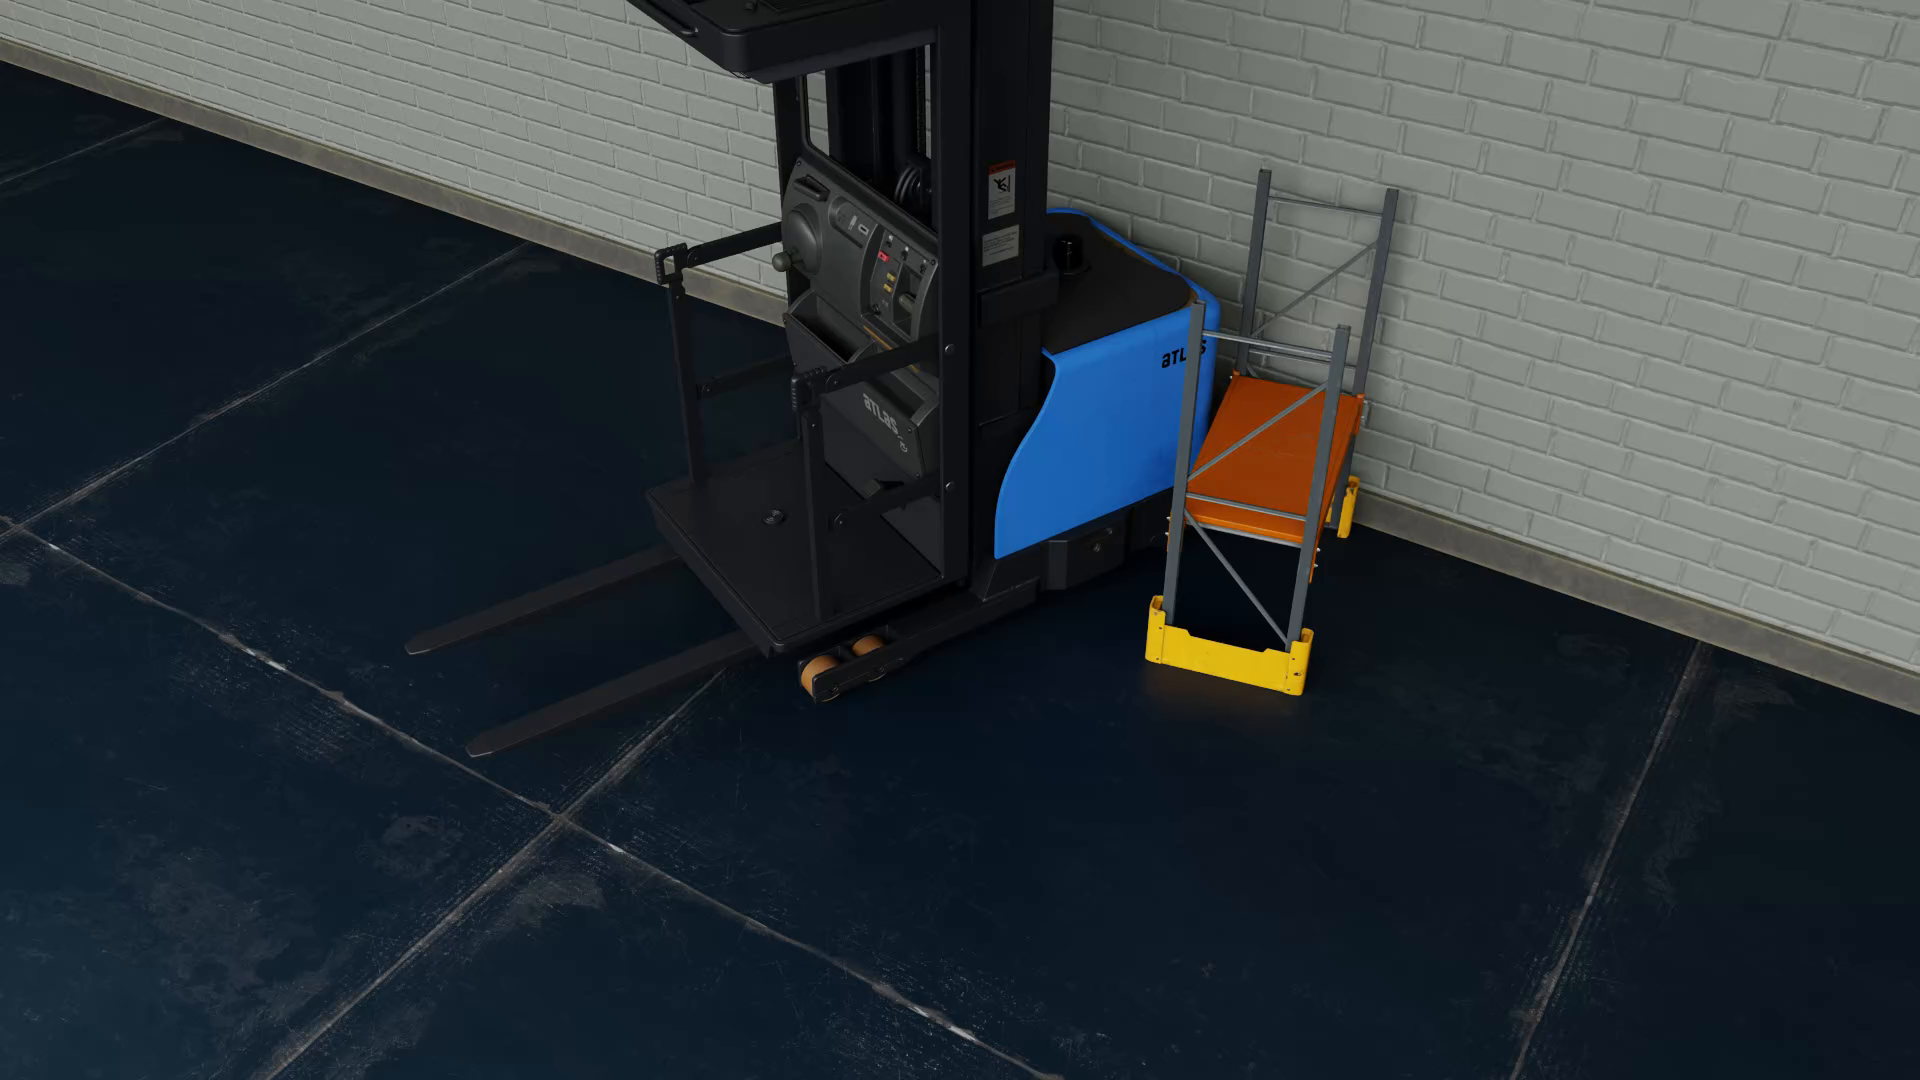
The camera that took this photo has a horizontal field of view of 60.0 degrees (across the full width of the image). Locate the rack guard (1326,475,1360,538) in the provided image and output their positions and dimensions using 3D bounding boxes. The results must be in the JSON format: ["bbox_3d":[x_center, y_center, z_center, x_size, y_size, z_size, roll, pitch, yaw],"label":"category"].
[{"bbox_3d":[1.315,-0.189,6.790,0.587,0.250,0.087,13,39,16],"label":"rack guard"}]

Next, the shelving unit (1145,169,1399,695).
[{"bbox_3d":[1.144,-0.398,6.038,0.587,1.500,1.083,13,39,16],"label":"shelving unit"}]

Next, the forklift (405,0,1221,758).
[{"bbox_3d":[-0.525,-0.949,5.581,3.031,2.935,1.130,-22,43,-26],"label":"forklift"}]

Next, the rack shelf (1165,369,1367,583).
[{"bbox_3d":[1.147,-0.261,6.155,0.538,0.185,1.000,13,39,16],"label":"rack shelf"}]

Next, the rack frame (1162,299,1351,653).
[{"bbox_3d":[0.973,-0.112,5.667,0.500,1.500,0.032,13,39,16],"label":"rack frame"}]

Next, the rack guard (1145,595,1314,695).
[{"bbox_3d":[0.973,0.382,6.049,0.587,0.250,0.087,13,39,16],"label":"rack guard"}]

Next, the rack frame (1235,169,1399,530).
[{"bbox_3d":[1.322,-0.695,6.423,0.500,1.500,0.032,13,39,16],"label":"rack frame"}]
